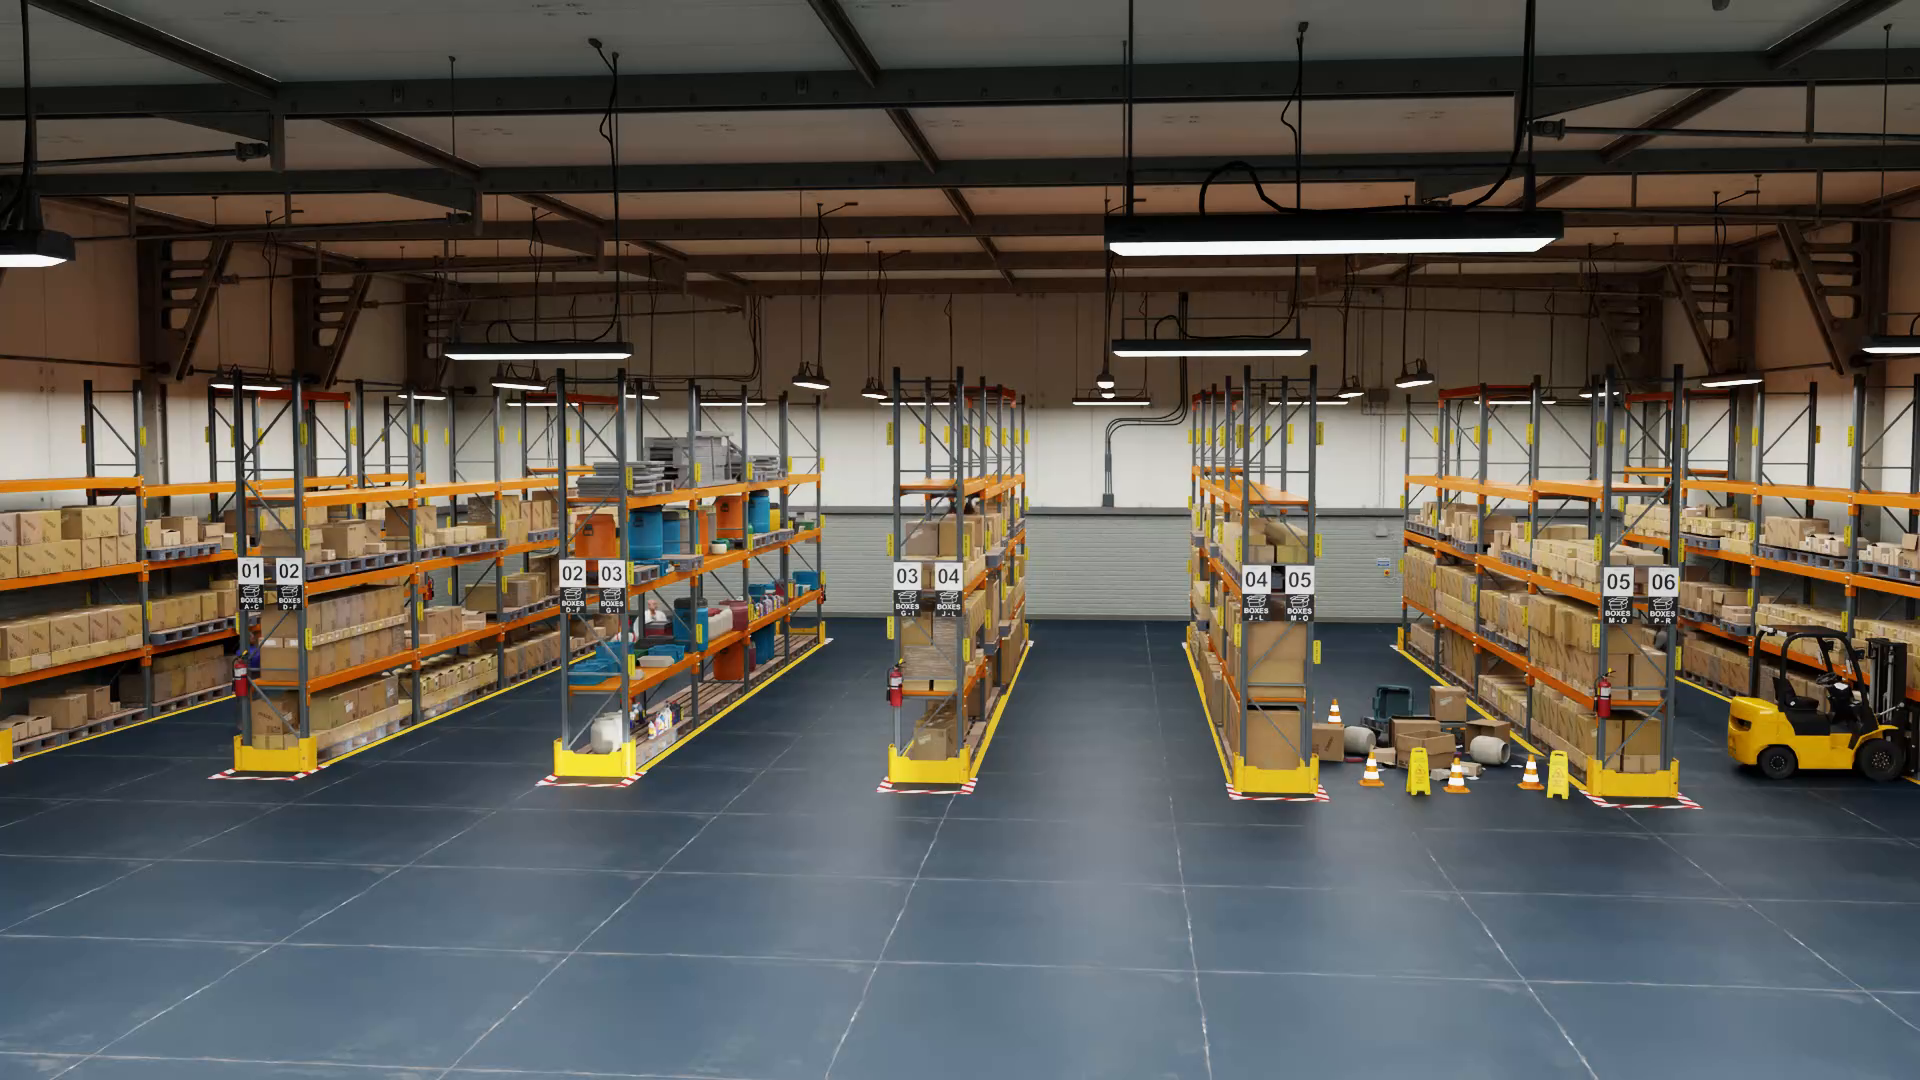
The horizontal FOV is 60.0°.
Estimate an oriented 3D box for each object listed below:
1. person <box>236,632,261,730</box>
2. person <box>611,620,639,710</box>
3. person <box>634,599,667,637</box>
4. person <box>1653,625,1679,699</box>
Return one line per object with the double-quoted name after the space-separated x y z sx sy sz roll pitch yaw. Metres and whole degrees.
-12.192 2.406 28.527 0.354 1.679 0.535 2 4 30 "person"
-5.954 2.277 29.547 0.636 1.818 0.356 -2 4 -29 "person"
-6.198 2.089 33.551 0.790 1.815 0.935 0 4 7 "person"
12.986 2.228 30.715 0.614 1.732 0.772 0 4 -6 "person"
